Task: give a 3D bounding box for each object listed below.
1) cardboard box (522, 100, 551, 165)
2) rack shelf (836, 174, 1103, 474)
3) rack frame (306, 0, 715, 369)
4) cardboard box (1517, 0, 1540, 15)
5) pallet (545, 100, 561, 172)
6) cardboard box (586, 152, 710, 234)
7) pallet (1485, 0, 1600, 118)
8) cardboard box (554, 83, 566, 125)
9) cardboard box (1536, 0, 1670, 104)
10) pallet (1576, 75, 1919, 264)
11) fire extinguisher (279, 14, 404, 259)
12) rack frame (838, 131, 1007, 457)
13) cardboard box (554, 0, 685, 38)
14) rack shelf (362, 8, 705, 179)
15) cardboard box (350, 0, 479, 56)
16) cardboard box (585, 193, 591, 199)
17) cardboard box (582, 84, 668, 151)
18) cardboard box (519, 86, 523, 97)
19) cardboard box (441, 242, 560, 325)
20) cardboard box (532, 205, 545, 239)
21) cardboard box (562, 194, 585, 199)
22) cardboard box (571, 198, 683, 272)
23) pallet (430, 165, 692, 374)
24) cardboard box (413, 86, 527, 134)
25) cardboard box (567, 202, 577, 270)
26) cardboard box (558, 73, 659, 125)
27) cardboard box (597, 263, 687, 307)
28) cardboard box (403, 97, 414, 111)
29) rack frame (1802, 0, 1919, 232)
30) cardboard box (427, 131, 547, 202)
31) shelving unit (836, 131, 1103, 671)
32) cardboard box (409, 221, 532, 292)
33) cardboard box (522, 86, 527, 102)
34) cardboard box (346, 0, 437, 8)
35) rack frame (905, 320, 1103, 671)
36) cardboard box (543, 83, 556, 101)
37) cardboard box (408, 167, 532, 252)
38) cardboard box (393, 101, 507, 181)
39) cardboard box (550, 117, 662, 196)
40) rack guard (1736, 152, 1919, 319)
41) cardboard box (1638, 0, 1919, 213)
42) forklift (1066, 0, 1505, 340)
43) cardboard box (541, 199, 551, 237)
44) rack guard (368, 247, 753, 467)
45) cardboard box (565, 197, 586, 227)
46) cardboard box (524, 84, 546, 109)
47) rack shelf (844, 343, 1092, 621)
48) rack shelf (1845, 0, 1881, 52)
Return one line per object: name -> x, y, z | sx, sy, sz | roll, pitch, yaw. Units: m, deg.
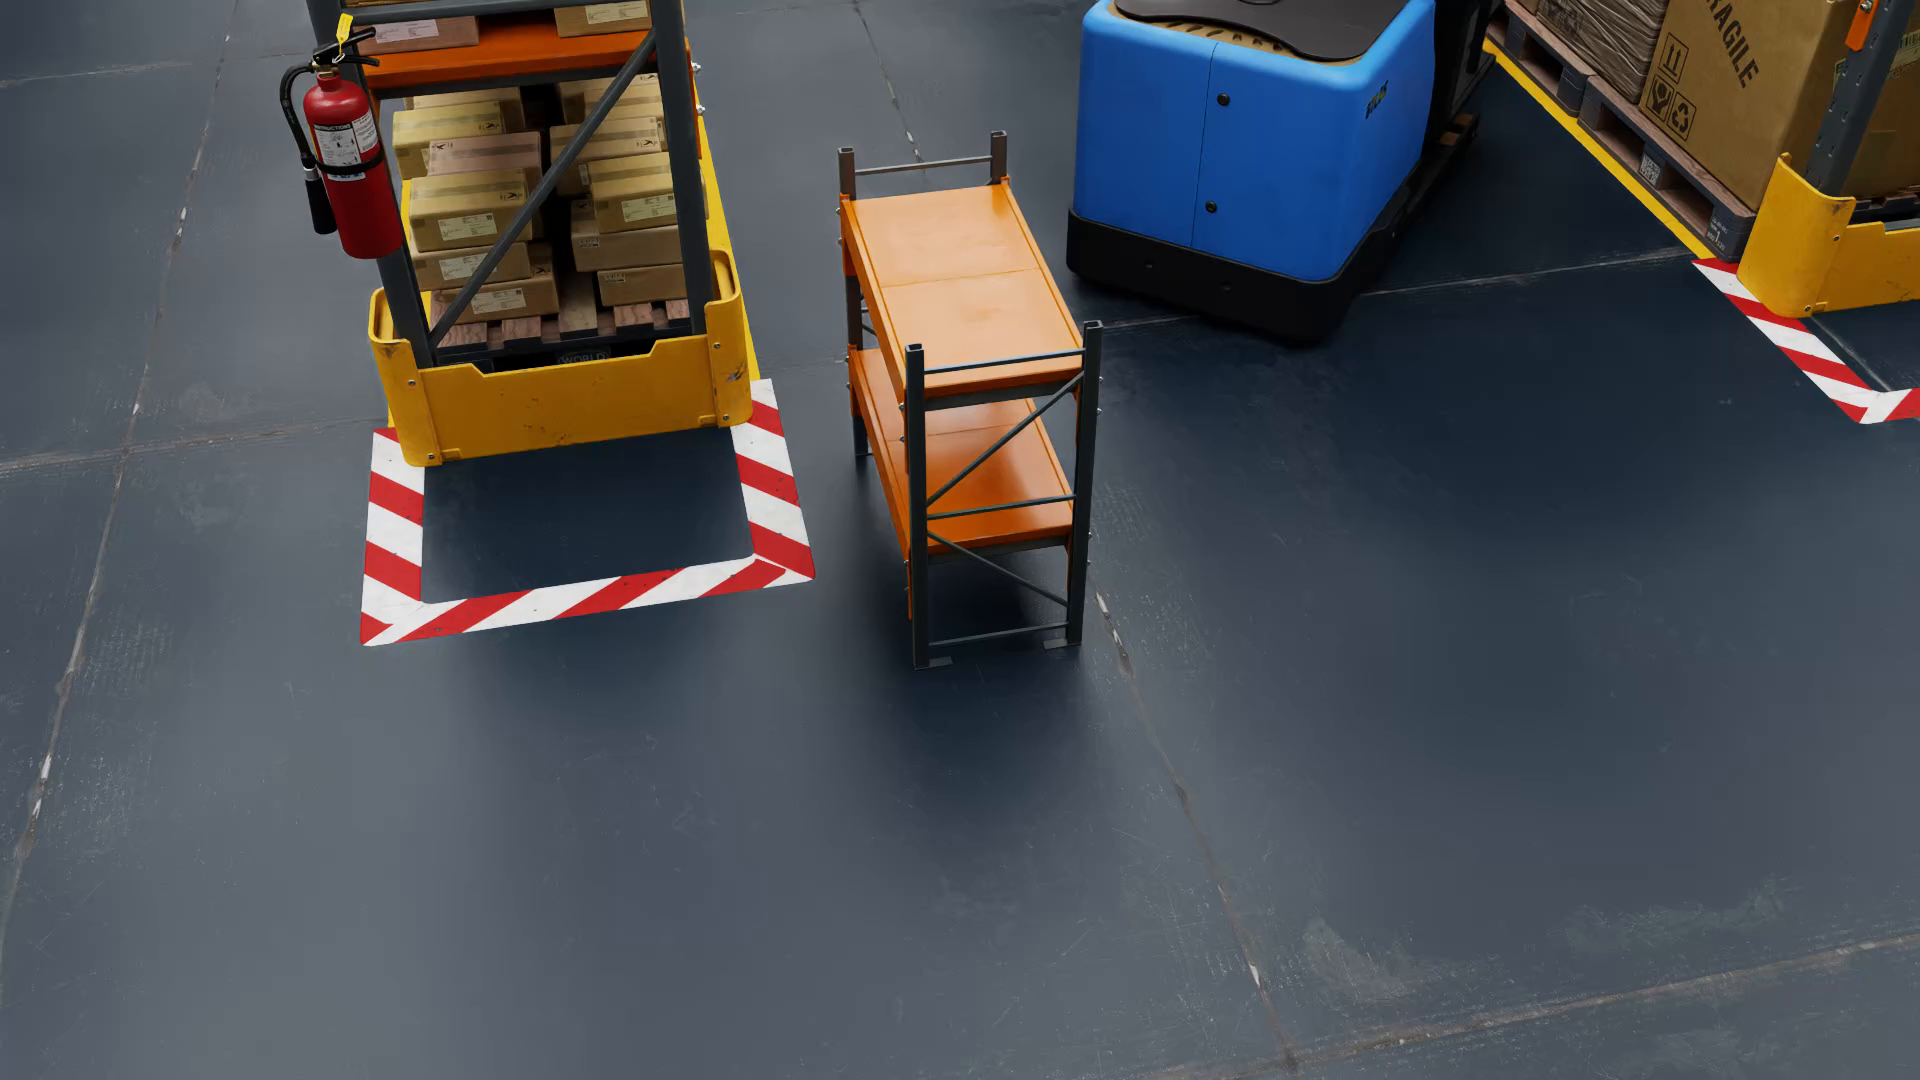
cardboard box -> -1.758, -1.530, 6.321 | 0.380, 0.149, 0.250 | -9, 42, -10
rack shelf -> 0.001, -0.635, 4.677 | 0.538, 0.278, 1.000 | -8, 42, -9
rack frame -> -1.294, -1.501, 4.681 | 1.000, 3.000, 0.127 | -8, 42, -9
cardboard box -> 2.966, -3.079, 7.743 | 0.875, 0.875, 0.875 | -8, 42, -9
pallet -> -1.712, -1.828, 7.151 | 1.003, 0.211, 1.213 | -8, 42, -9
cardboard box -> -1.076, -1.203, 5.728 | 0.380, 0.149, 0.250 | -10, 43, -11
pallet -> 3.062, -2.400, 7.794 | 1.003, 0.211, 1.213 | -8, 42, -9
cardboard box -> -1.400, -1.751, 6.570 | 0.380, 0.149, 0.250 | -10, 43, -11
cardboard box -> 3.158, -2.502, 7.093 | 0.875, 0.875, 0.875 | -8, 42, -9
pallet -> 3.321, -1.610, 6.905 | 1.003, 0.211, 1.213 | -8, 42, -9
fire extinguisher -> -1.691, -1.103, 4.572 | 0.296, 0.674, 0.183 | -8, 42, -9
rack frame -> -0.108, -0.746, 5.243 | 0.500, 1.125, 0.032 | -8, 42, -9
cardboard box -> -1.044, -1.664, 5.054 | 0.380, 0.149, 0.250 | -9, 42, -10
rack shelf -> -1.726, -2.528, 6.381 | 1.077, 0.370, 4.000 | -8, 42, -9
cardboard box -> -1.641, -1.578, 4.957 | 0.380, 0.149, 0.250 | -8, 42, -9
cardboard box -> -1.161, -1.265, 6.023 | 0.380, 0.149, 0.250 | -9, 42, -9
cardboard box -> -1.182, -1.546, 6.115 | 0.380, 0.149, 0.250 | -8, 42, -9
cardboard box -> -1.962, -1.844, 6.674 | 0.380, 0.149, 0.250 | -6, 42, -7
cardboard box -> -1.612, -0.903, 5.839 | 0.380, 0.149, 0.250 | -8, 42, -9
cardboard box -> -1.691, -1.181, 5.929 | 0.380, 0.149, 0.250 | -9, 42, -10
cardboard box -> -1.300, -1.411, 6.187 | 0.380, 0.149, 0.250 | -8, 42, -9
cardboard box -> -1.157, -1.079, 5.814 | 0.380, 0.149, 0.250 | -7, 42, -7
pallet -> -1.452, -1.039, 6.262 | 1.003, 0.211, 1.213 | -8, 42, -9
cardboard box -> -1.828, -1.619, 6.197 | 0.380, 0.149, 0.250 | -10, 43, -11
cardboard box -> -1.231, -1.135, 6.101 | 0.380, 0.149, 0.250 | -9, 42, -9
cardboard box -> -1.316, -1.695, 6.283 | 0.380, 0.149, 0.250 | -10, 43, -11
cardboard box -> -1.095, -0.977, 5.923 | 0.380, 0.149, 0.250 | -8, 42, -8
cardboard box -> -1.941, -1.785, 6.384 | 0.380, 0.149, 0.250 | -7, 42, -8
rack frame -> 3.570, -2.146, 5.408 | 1.000, 3.000, 0.127 | -8, 42, -9
cardboard box -> -1.654, -1.292, 5.829 | 0.380, 0.149, 0.250 | -8, 42, -8
shelving unit -> 0.001, -0.416, 4.872 | 0.538, 1.125, 1.048 | -8, 42, -9
cardboard box -> -1.687, -1.004, 5.729 | 0.380, 0.149, 0.250 | -9, 42, -10
cardboard box -> -1.961, -1.734, 6.775 | 0.380, 0.149, 0.250 | -8, 42, -8
cardboard box -> -1.643, -1.904, 4.836 | 0.500, 0.500, 0.500 | -8, 42, -8
rack frame -> 0.111, -0.087, 4.500 | 0.500, 1.125, 0.032 | -8, 42, -9
cardboard box -> -1.498, -1.921, 6.762 | 0.380, 0.149, 0.250 | -6, 42, -7
cardboard box -> -1.656, -1.121, 5.637 | 0.380, 0.149, 0.250 | -8, 42, -9
cardboard box -> -1.834, -1.442, 5.998 | 0.380, 0.149, 0.250 | -9, 42, -10
cardboard box -> -1.253, -1.364, 5.910 | 0.380, 0.149, 0.250 | -8, 42, -9
rack guard -> 3.576, -1.196, 6.220 | 1.175, 0.500, 0.348 | -8, 42, -9
cardboard box -> 3.354, -1.912, 6.429 | 0.875, 0.875, 0.875 | -8, 42, -9
forklift -> 1.562, -2.777, 6.171 | 1.130, 2.935, 3.031 | 20, 45, 21
cardboard box -> -1.739, -1.239, 6.217 | 0.380, 0.149, 0.250 | -9, 42, -9
rack guard -> -1.311, -0.615, 5.567 | 1.175, 0.500, 0.348 | -8, 42, -9
cardboard box -> -1.292, -1.295, 6.281 | 0.380, 0.149, 0.250 | -8, 42, -9
cardboard box -> -1.942, -1.908, 6.971 | 0.380, 0.149, 0.250 | -7, 42, -8
rack shelf -> 0.001, -0.233, 5.034 | 0.538, 0.278, 1.000 | -8, 42, -9
rack shelf -> 3.139, -3.174, 7.107 | 1.077, 0.370, 4.000 | -8, 42, -9
